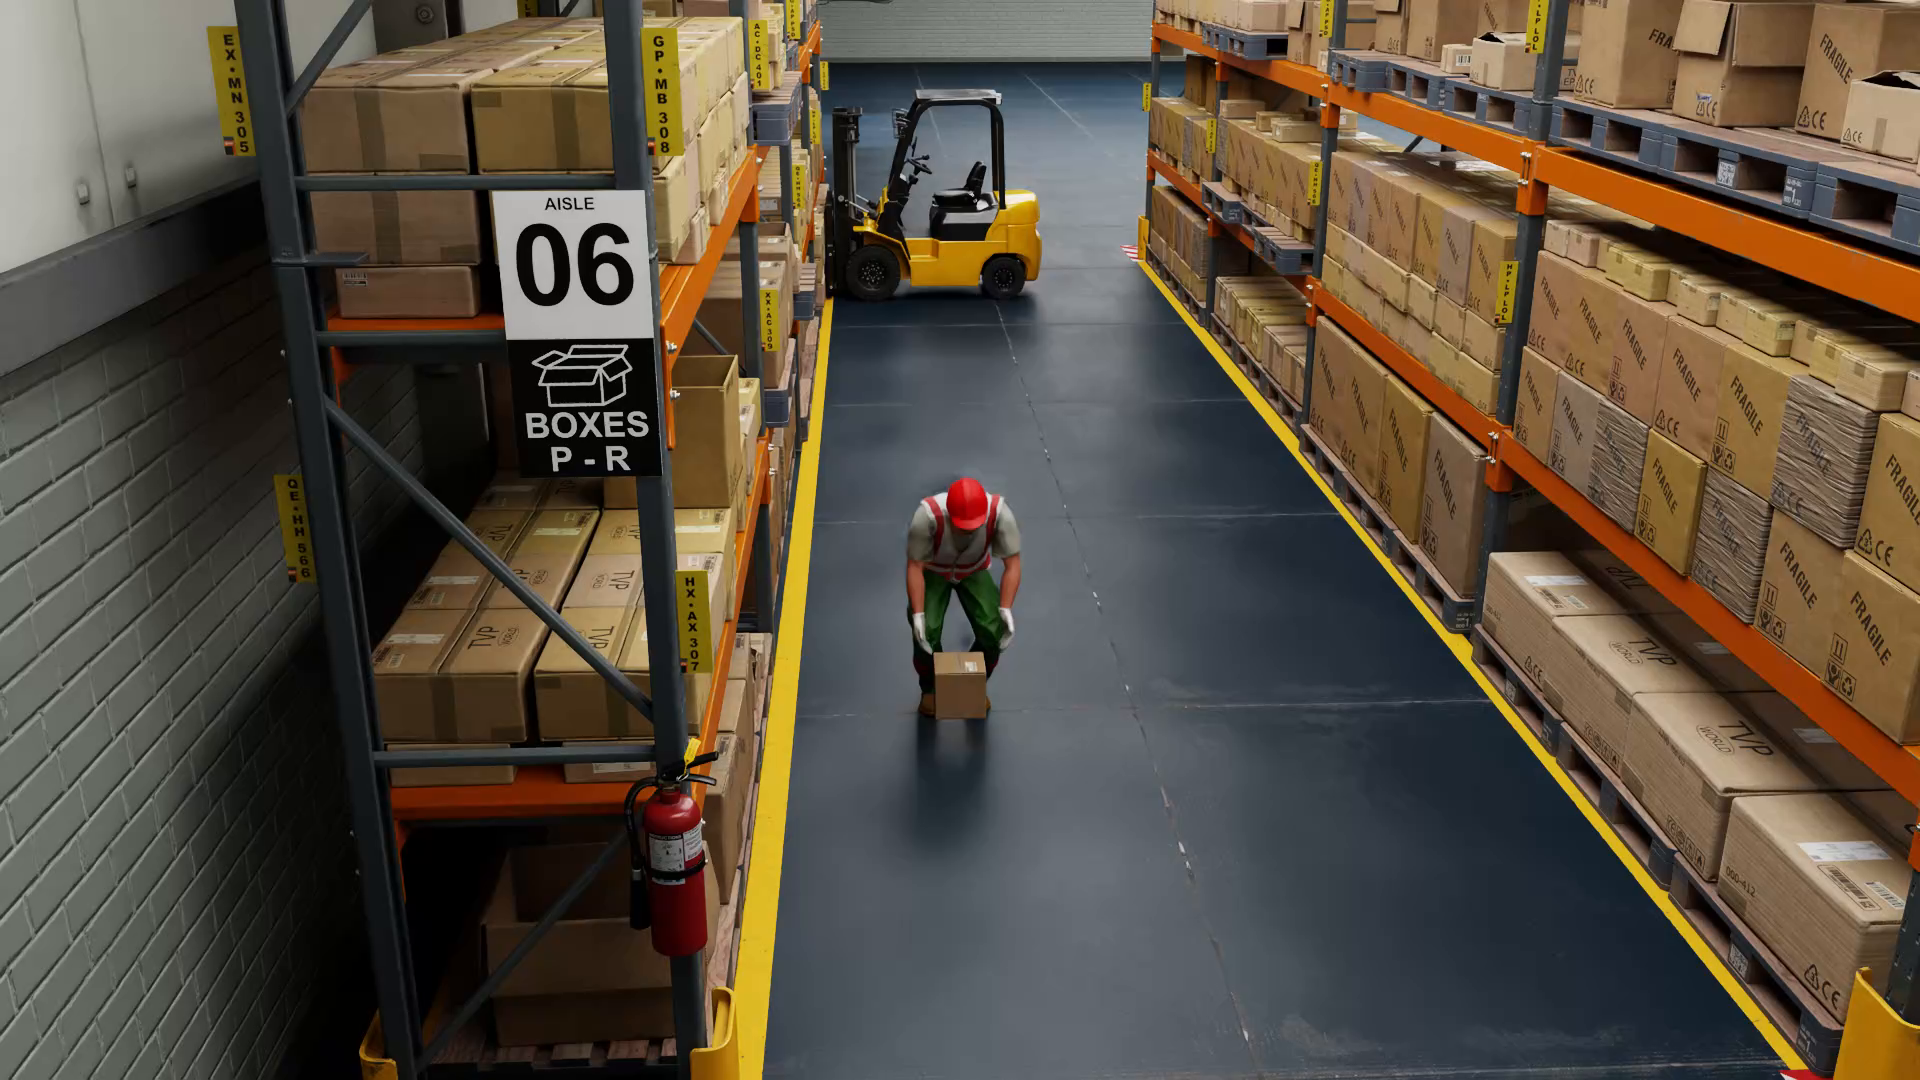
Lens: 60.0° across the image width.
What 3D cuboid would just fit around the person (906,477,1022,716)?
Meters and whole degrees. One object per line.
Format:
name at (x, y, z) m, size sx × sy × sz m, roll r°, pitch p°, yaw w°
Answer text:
person at (0.015, 0.250, 8.494) m, size 0.585 × 1.354 × 0.793 m, roll -1°, pitch 20°, yaw -3°
